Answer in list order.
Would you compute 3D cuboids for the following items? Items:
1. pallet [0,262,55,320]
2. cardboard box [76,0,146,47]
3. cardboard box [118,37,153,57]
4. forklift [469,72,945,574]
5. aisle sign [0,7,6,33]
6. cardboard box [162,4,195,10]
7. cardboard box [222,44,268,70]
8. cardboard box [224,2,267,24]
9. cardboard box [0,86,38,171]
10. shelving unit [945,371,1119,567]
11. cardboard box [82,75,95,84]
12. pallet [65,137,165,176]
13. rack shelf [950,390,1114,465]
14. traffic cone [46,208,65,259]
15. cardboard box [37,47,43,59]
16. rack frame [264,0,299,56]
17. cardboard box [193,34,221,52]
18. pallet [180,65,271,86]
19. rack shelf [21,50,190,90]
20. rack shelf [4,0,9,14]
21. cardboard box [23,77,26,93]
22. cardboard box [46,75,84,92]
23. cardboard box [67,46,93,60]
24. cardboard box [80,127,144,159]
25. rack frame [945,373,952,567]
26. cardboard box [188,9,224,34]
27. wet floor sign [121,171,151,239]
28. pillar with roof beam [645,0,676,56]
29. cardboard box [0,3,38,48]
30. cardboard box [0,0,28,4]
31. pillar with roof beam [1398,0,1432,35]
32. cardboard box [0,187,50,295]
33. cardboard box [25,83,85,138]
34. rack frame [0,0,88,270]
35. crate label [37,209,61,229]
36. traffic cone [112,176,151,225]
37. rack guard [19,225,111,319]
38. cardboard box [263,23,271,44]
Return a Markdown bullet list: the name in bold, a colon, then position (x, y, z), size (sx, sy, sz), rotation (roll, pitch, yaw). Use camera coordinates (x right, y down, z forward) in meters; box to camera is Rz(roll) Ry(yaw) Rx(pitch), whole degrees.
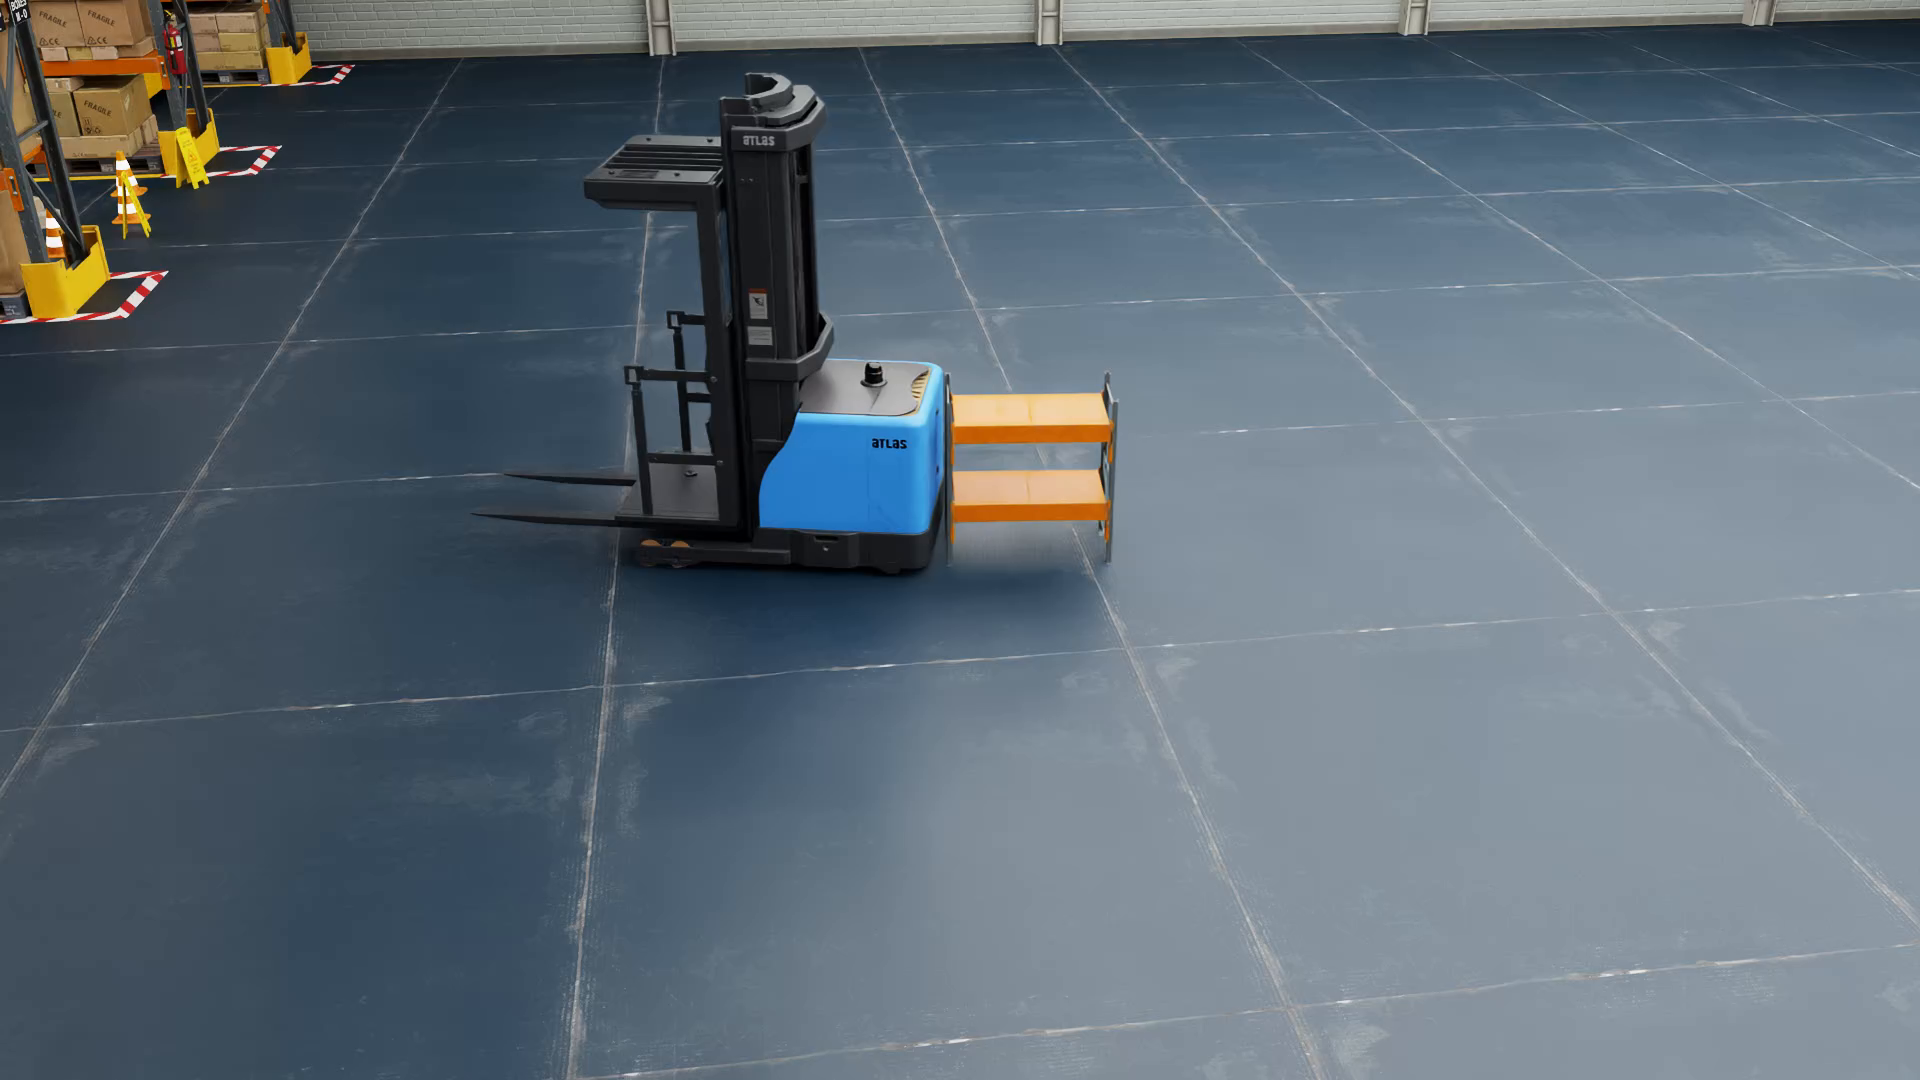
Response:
- **pallet**: position (-8.971, -2.243, 15.093), size (1.213, 0.211, 1.003), rotation (-4, 27, -7)
- **cardboard box**: position (-9.479, -5.819, 18.572), size (0.500, 0.500, 0.500), rotation (-4, 27, -8)
- **cardboard box**: position (-9.320, -5.569, 18.796), size (0.250, 0.149, 0.380), rotation (-3, 27, -5)
- **forklift**: position (-1.651, -1.363, 10.397), size (3.031, 2.935, 1.130), rotation (3, 27, 5)
- **aisle sign**: position (-8.078, -4.596, 13.775), size (0.004, 0.787, 0.394), rotation (-4, 27, -7)
- **cardboard box**: position (-11.168, -7.448, 23.639), size (0.500, 0.250, 0.500), rotation (-4, 27, -7)
- **cardboard box**: position (-10.096, -6.836, 23.541), size (0.500, 0.250, 0.500), rotation (-3, 27, -7)
- **cardboard box**: position (-10.177, -7.508, 23.757), size (0.500, 0.250, 0.500), rotation (-4, 27, -8)
- **cardboard box**: position (-8.551, -3.593, 14.504), size (0.550, 0.550, 0.875), rotation (-4, 27, -7)
- **shelving unit**: position (0.436, -0.451, 10.599), size (1.048, 1.125, 0.538), rotation (-1, 27, -2)
- **cardboard box**: position (-10.358, -5.135, 19.405), size (0.500, 0.500, 0.500), rotation (-5, 28, -9)
- **pallet**: position (-9.865, -4.520, 19.531), size (1.213, 0.211, 1.003), rotation (-4, 27, -7)
- **rack shelf**: position (0.436, -0.711, 10.465), size (1.000, 0.278, 0.538), rotation (-1, 27, -2)
- **traffic cone**: position (-8.914, -3.050, 16.389), size (0.334, 0.463, 0.336), rotation (-4, 27, -7)
- **cardboard box**: position (-10.337, -5.513, 18.687), size (0.250, 0.149, 0.380), rotation (-3, 27, -6)
- **rack frame**: position (-9.675, -8.045, 23.346), size (0.127, 3.000, 1.000), rotation (-4, 27, -7)
- **cardboard box**: position (-10.612, -7.032, 23.375), size (0.500, 0.250, 0.500), rotation (-4, 27, -8)
- **pallet**: position (-10.427, -6.737, 23.851), size (1.213, 0.211, 1.003), rotation (-4, 27, -7)
- **rack shelf**: position (-10.960, -5.354, 18.889), size (4.000, 0.370, 1.077), rotation (-4, 27, -7)
- **rack shelf**: position (-10.171, -4.457, 13.856), size (4.000, 0.370, 1.077), rotation (-4, 27, -7)
- **cardboard box**: position (-10.602, -5.134, 18.692), size (0.250, 0.149, 0.380), rotation (-3, 27, -5)
- **cardboard box**: position (-10.091, -5.165, 18.752), size (0.250, 0.149, 0.380), rotation (-3, 27, -6)
- **cardboard box**: position (-9.813, -5.496, 18.654), size (0.250, 0.149, 0.380), rotation (-4, 27, -8)
- **cardboard box**: position (-9.767, -4.590, 19.165), size (0.500, 0.250, 0.500), rotation (-4, 27, -7)
- **rack frame**: position (-0.073, -0.443, 10.584), size (0.032, 1.125, 0.500), rotation (-1, 27, -2)
- **cardboard box**: position (-10.592, -7.248, 23.249), size (0.500, 0.250, 0.500), rotation (-3, 27, -6)
- **wet floor sign**: position (-8.437, -3.419, 16.910), size (0.232, 0.644, 0.267), rotation (-8, 28, -16)
- **pillar with roof beam**: position (-3.949, -9.513, 19.635), size (0.400, 9.000, 9.100), rotation (-4, 27, -7)
- **cardboard box**: position (-10.471, -5.759, 18.455), size (0.500, 0.500, 0.500), rotation (-4, 27, -7)
- **cardboard box**: position (-10.448, -6.184, 18.188), size (0.500, 0.500, 0.700), rotation (-4, 27, -8)
- **pillar with roof beam**: position (7.934, -10.276, 21.122), size (0.400, 9.000, 9.100), rotation (-4, 27, -7)
- **cardboard box**: position (-8.852, -2.739, 14.871), size (0.875, 0.875, 0.875), rotation (-4, 27, -7)
- **cardboard box**: position (-10.253, -4.895, 18.937), size (0.500, 0.500, 0.500), rotation (-3, 27, -5)
- **rack frame**: position (-8.190, -3.570, 14.624), size (0.127, 3.000, 1.000), rotation (-4, 27, -7)
- **crate label**: position (-9.504, -3.359, 17.349), size (0.298, 0.136, 0.250), rotation (-20, 33, -33)
- **traffic cone**: position (-8.735, -3.582, 17.427), size (0.334, 0.463, 0.336), rotation (-4, 27, -7)
- **rack guard**: position (-8.166, -2.459, 15.198), size (0.348, 0.500, 1.175), rotation (-4, 27, -7)
- **cardboard box**: position (-10.170, -7.295, 23.888), size (0.500, 0.250, 0.500), rotation (-3, 27, -6)
